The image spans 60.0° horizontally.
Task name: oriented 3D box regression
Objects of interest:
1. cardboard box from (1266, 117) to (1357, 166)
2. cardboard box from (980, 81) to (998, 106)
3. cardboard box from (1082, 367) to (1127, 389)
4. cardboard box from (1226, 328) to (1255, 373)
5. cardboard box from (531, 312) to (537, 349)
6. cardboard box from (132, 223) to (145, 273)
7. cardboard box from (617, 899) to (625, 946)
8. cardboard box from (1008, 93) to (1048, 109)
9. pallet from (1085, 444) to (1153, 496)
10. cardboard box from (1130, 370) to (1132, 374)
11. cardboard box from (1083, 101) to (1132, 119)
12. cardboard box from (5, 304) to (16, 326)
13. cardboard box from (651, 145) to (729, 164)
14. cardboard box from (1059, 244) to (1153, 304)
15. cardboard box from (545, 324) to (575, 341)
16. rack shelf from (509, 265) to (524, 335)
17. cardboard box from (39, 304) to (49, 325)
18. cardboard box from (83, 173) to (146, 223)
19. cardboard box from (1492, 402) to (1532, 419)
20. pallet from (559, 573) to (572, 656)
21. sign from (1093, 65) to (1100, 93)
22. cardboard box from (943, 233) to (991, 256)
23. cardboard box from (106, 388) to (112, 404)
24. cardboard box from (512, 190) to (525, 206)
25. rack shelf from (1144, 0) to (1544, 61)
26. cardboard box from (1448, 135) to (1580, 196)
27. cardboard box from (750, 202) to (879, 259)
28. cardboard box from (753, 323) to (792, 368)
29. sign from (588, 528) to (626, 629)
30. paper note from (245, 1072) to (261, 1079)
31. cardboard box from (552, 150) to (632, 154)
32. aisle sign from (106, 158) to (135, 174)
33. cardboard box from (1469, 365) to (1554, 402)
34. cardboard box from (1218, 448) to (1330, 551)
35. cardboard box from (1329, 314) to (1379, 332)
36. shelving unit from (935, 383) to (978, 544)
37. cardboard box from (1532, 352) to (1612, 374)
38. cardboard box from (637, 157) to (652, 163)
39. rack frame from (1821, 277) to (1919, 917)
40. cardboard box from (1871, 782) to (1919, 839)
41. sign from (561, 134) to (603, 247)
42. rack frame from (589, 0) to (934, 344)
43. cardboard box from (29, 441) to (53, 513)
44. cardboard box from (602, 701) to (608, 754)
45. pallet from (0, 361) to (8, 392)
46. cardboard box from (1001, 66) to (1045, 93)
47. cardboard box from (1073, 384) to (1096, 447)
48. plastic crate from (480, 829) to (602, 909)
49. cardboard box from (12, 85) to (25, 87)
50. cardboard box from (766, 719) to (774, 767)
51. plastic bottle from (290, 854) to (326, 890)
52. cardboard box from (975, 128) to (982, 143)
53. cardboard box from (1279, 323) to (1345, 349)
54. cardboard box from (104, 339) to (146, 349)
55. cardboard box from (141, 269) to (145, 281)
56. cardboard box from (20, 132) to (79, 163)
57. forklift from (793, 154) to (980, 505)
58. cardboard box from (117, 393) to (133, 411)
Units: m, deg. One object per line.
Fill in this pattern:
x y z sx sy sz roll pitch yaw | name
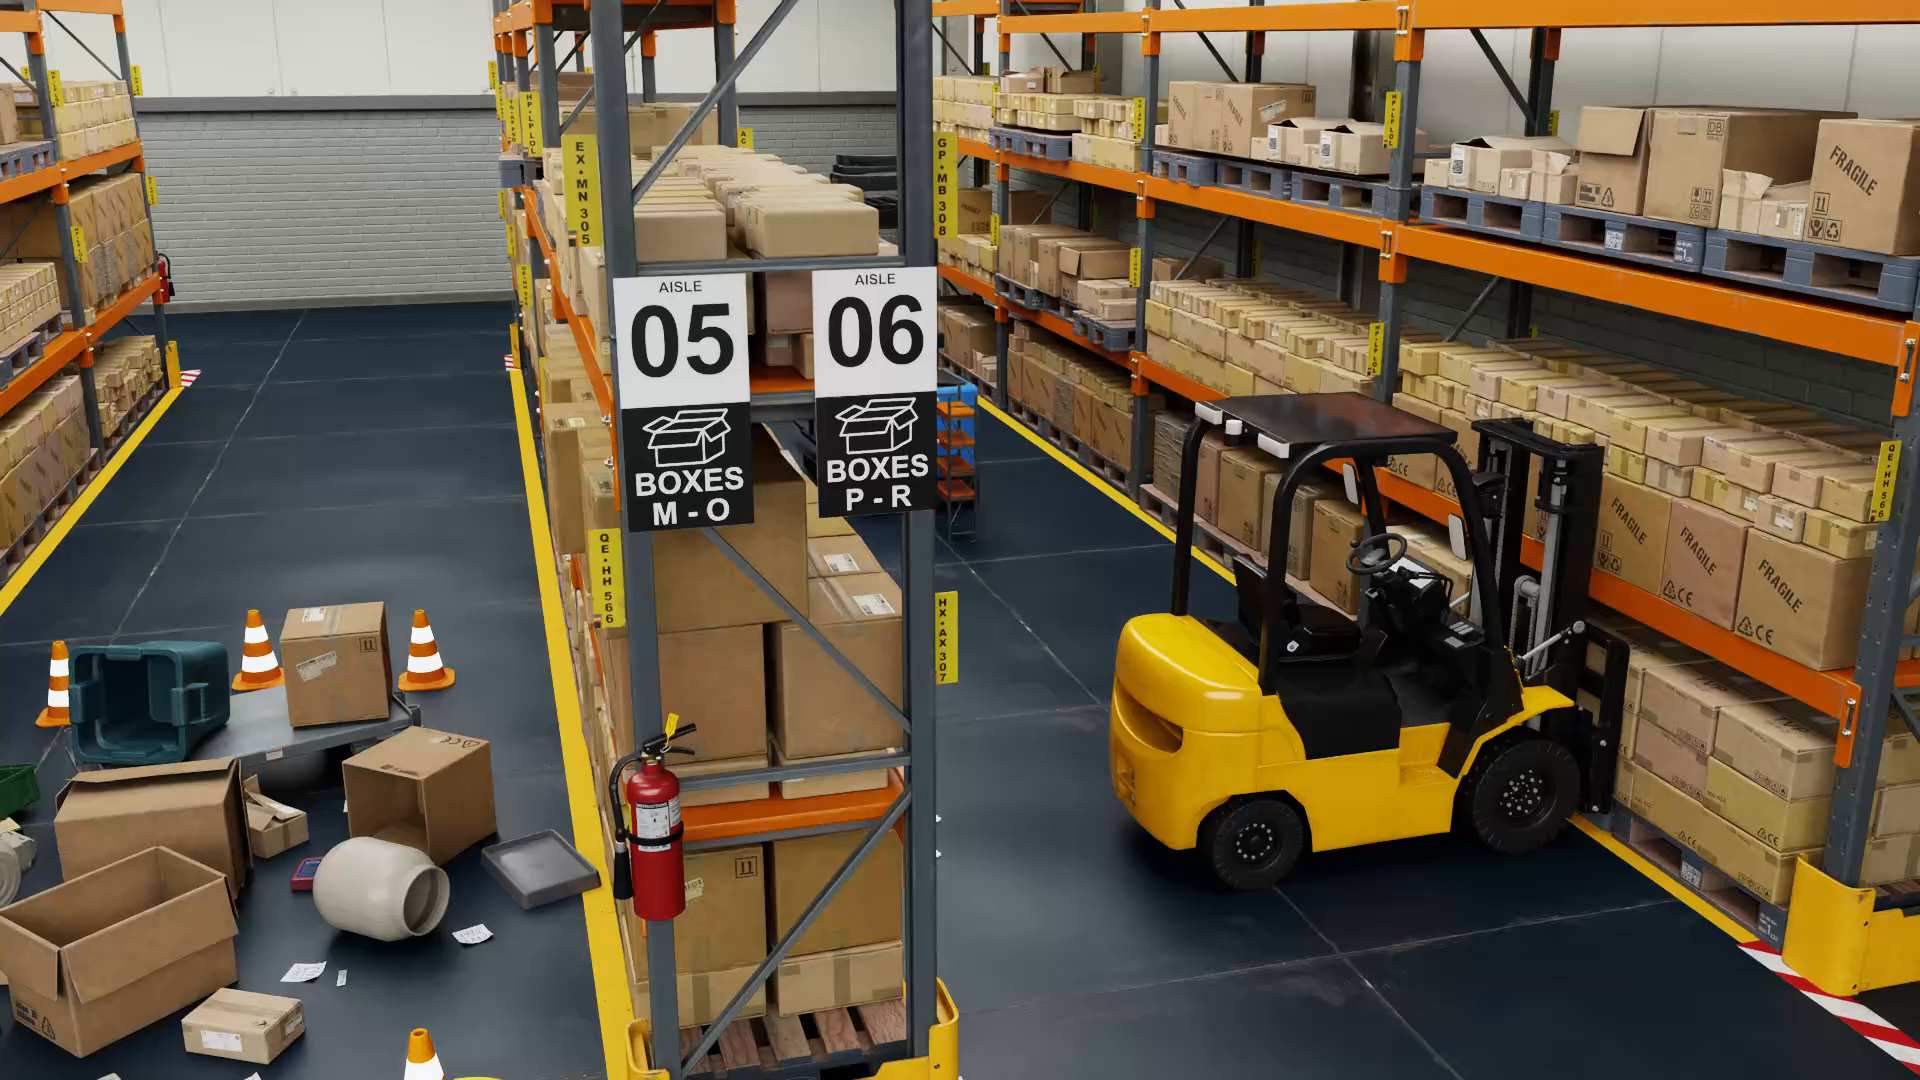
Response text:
2.450 -2.746 11.415 0.500 0.311 0.500 -5 18 -17 | cardboard box
0.525 -4.789 17.843 0.500 0.250 0.500 -5 17 -15 | cardboard box
1.383 -1.542 15.859 0.380 0.149 0.250 -5 17 -16 | cardboard box
2.309 -1.417 12.348 0.500 0.250 0.500 -4 17 -14 | cardboard box
-3.154 -1.704 13.302 0.500 0.250 0.500 -5 17 -15 | cardboard box
-9.200 -3.159 18.065 0.500 0.500 0.500 -5 17 -16 | cardboard box
-1.194 1.560 7.094 0.500 0.250 0.500 -5 17 -15 | cardboard box
0.697 -4.445 16.836 0.380 0.149 0.250 -4 17 -14 | cardboard box
1.826 -0.690 15.382 1.003 0.211 1.213 -5 17 -15 | pallet
1.854 -1.588 16.013 0.380 0.149 0.250 -5 17 -16 | cardboard box
1.331 -3.875 14.975 0.380 0.149 0.250 -5 17 -16 | cardboard box
-7.882 -1.806 13.441 0.380 0.149 0.250 -4 17 -13 | cardboard box
-1.381 -1.944 8.545 0.380 0.149 0.250 -4 17 -14 | cardboard box
1.368 -2.503 15.662 0.797 0.503 0.637 -5 17 -17 | cardboard box
-1.765 -0.846 8.626 0.700 0.500 0.500 -5 17 -16 | cardboard box
-4.426 -2.737 18.602 1.077 0.370 4.000 -5 17 -15 | rack shelf
-8.170 -1.955 14.454 0.380 0.149 0.250 -5 17 -15 | cardboard box
-9.342 -3.778 18.387 0.500 0.500 0.500 -5 17 -16 | cardboard box
3.167 -0.671 9.170 0.380 0.149 0.250 -5 17 -16 | cardboard box
-2.232 0.466 11.533 1.003 0.211 1.213 -5 17 -15 | pallet
1.428 -4.840 17.553 0.100 0.325 0.005 -5 17 -15 | sign
0.104 -3.533 19.744 0.500 0.250 0.500 -5 17 -17 | cardboard box
-8.729 -1.416 16.659 0.380 0.149 0.250 -6 18 -18 | cardboard box
-4.267 -3.426 16.605 0.380 0.149 0.250 -5 17 -16 | cardboard box
2.544 -3.600 11.739 1.077 0.370 4.000 -5 17 -15 | rack shelf
3.088 -2.103 9.276 0.500 0.311 0.500 -4 17 -14 | cardboard box
-0.480 -1.022 5.477 0.380 0.149 0.250 -5 17 -16 | cardboard box
-0.516 -0.709 5.820 0.380 0.149 0.250 -5 18 -17 | cardboard box
-1.118 0.123 5.267 0.100 0.325 0.005 -5 17 -15 | sign
-2.752 2.108 6.380 0.148 0.019 0.142 -12 20 -34 | paper note
-1.806 -1.832 8.172 0.380 0.149 0.250 -4 17 -14 | cardboard box
-9.439 -4.505 18.716 0.394 0.787 0.004 -5 17 -15 | aisle sign
3.106 -0.884 9.364 0.380 0.149 0.250 -4 17 -14 | cardboard box
2.525 -0.340 12.767 0.875 0.625 0.625 -5 18 -18 | cardboard box
2.904 -1.539 12.060 0.380 0.149 0.250 -5 17 -16 | cardboard box
-0.046 -0.620 13.432 0.258 1.200 0.503 -5 17 -15 | shelving unit
3.587 -1.001 9.752 0.380 0.149 0.250 -5 17 -16 | cardboard box
-1.978 -2.032 9.319 0.500 0.250 0.500 -5 17 -16 | cardboard box
4.193 0.397 6.916 1.000 3.000 0.127 -5 17 -15 | rack frame
4.264 1.127 7.667 0.500 0.250 0.500 -4 17 -14 | cardboard box
-1.118 -1.032 4.920 0.100 0.325 0.005 -5 17 -15 | sign
-0.578 -2.083 4.743 1.000 3.000 0.127 -5 17 -15 | rack frame
-7.745 -0.503 13.528 0.500 0.500 0.500 -5 17 -17 | cardboard box
-1.352 0.796 7.205 0.380 0.149 0.250 -4 17 -13 | cardboard box
-7.807 -1.100 12.233 1.213 0.211 1.003 -5 17 -15 | pallet
0.642 -4.717 17.025 0.396 0.266 0.258 -5 17 -16 | cardboard box
1.398 -1.204 15.860 0.500 0.500 0.500 -4 17 -13 | cardboard box
-2.035 1.581 8.048 0.402 0.080 0.583 -12 20 -34 | plastic crate
-9.426 -4.394 16.350 0.380 0.149 0.250 -5 17 -16 | cardboard box
-0.556 0.732 6.238 0.380 0.149 0.250 -4 17 -14 | cardboard box
-3.126 1.597 8.030 0.133 0.061 0.283 -2 17 -6 | plastic bottle
0.383 -4.458 18.300 0.380 0.149 0.250 -4 17 -13 | cardboard box
2.470 -1.426 11.685 0.380 0.149 0.250 -5 17 -17 | cardboard box
-9.304 -2.136 18.541 0.380 0.149 0.250 -4 17 -14 | cardboard box
-9.314 -2.956 18.515 0.380 0.149 0.250 -5 17 -15 | cardboard box
-8.481 -3.623 15.346 0.500 0.250 0.500 -4 17 -12 | cardboard box
-0.827 -2.031 15.117 1.130 2.935 3.031 -6 18 -20 | forklift
-8.795 -1.427 17.214 0.380 0.149 0.250 -5 17 -17 | cardboard box
